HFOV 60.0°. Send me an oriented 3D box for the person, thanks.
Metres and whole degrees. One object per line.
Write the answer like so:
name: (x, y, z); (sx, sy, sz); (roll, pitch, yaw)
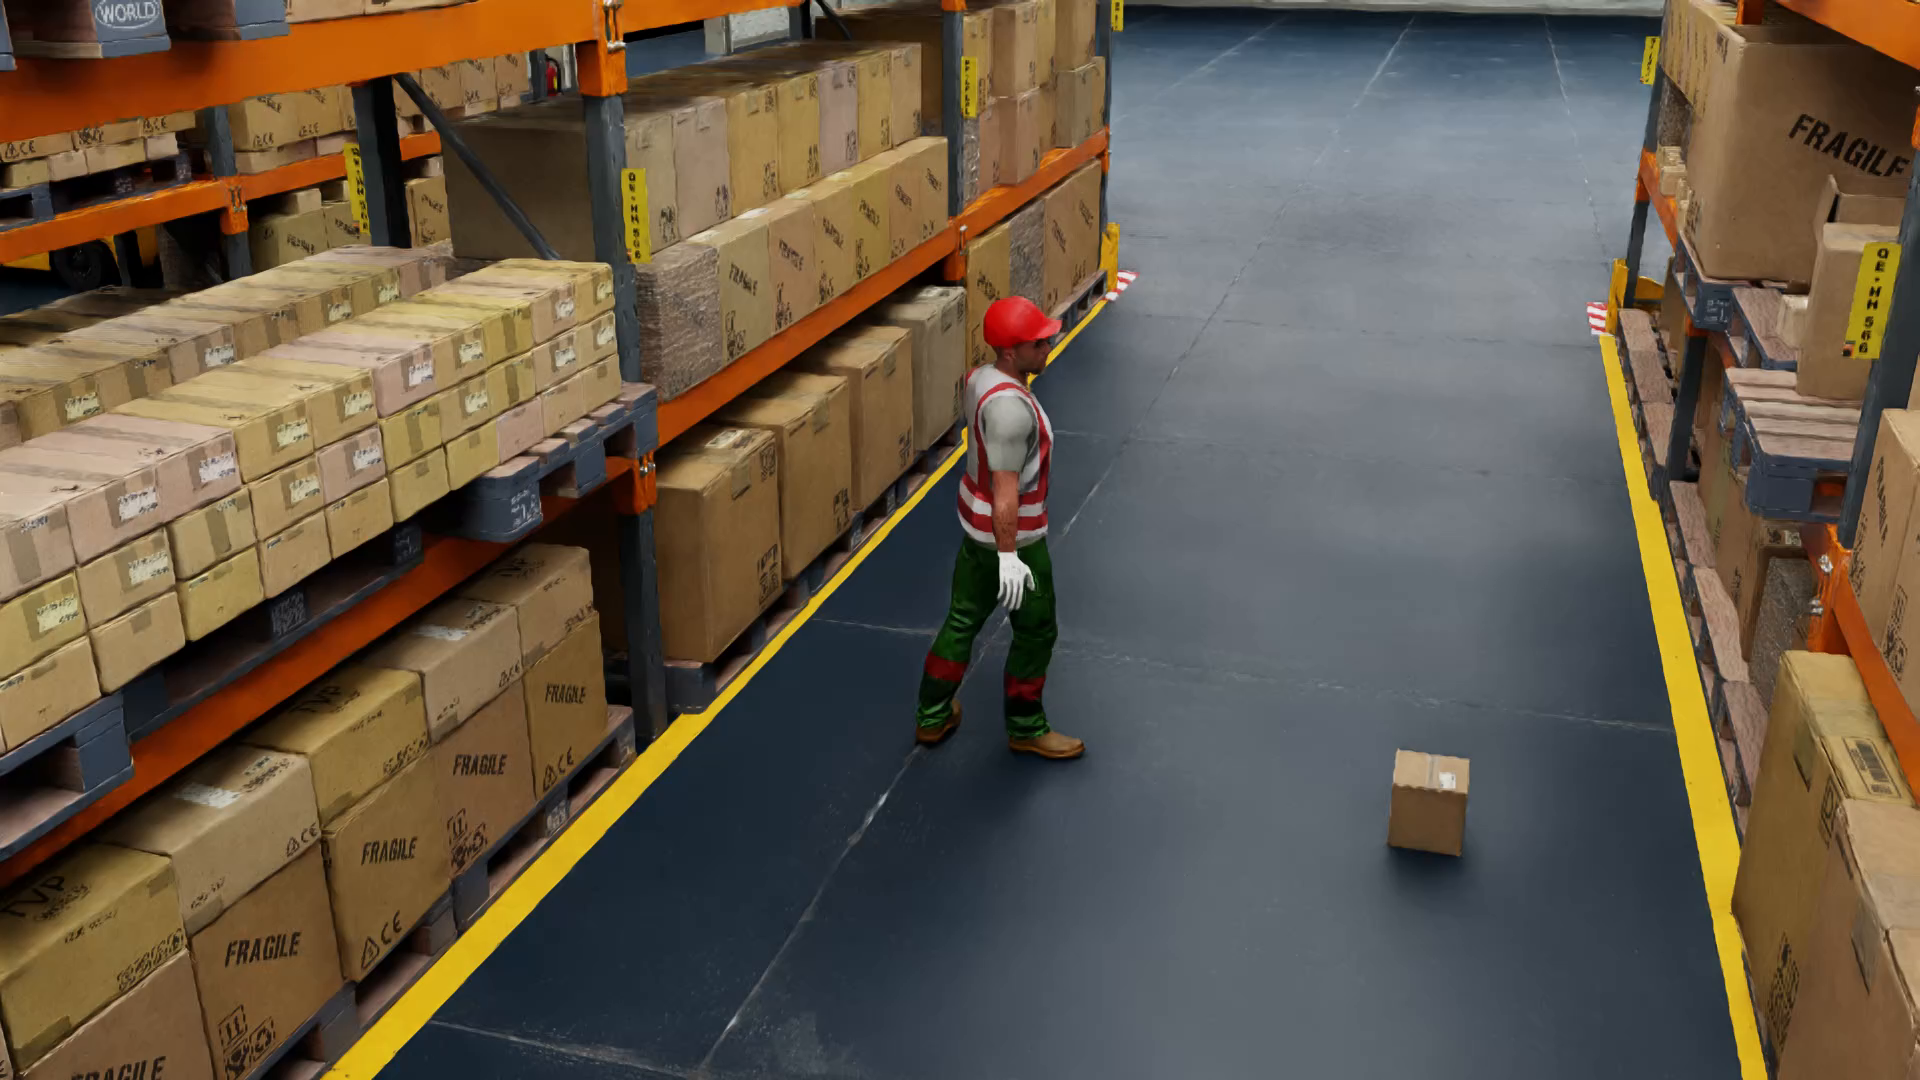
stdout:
person: (0.151, -0.020, 6.113); (0.618, 1.783, 0.678); (-5, 22, -12)
